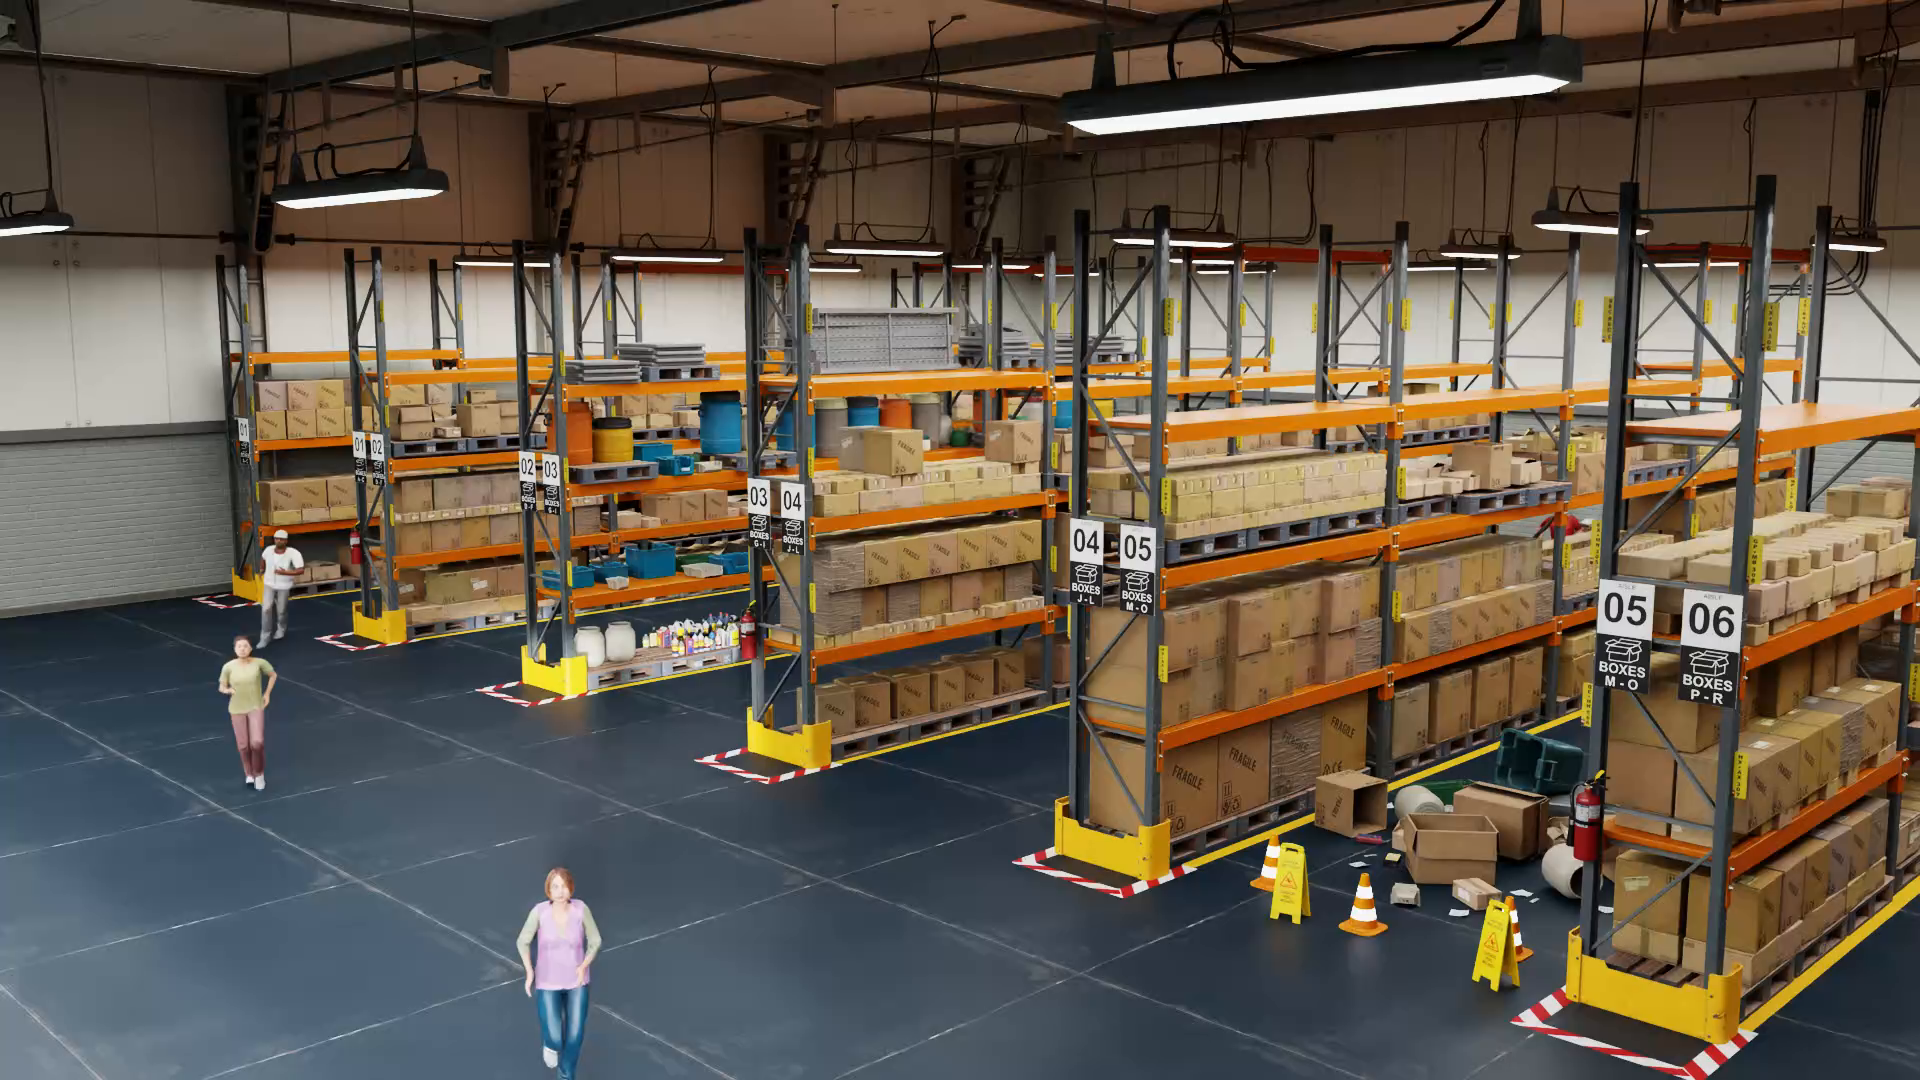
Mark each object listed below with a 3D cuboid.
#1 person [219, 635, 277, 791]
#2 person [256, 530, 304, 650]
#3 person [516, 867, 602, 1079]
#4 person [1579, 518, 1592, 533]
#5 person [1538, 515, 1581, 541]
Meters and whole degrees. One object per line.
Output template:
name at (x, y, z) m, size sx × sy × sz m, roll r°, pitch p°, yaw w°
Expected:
person at (-7.585, 1.848, 17.720) m, size 0.561 × 1.678 × 0.620 m, roll -2°, pitch 8°, yaw -17°
person at (-10.330, 0.720, 25.363) m, size 0.705 × 1.793 × 0.841 m, roll -1°, pitch 8°, yaw -6°
person at (-2.594, 2.887, 10.826) m, size 0.536 × 1.555 × 0.542 m, roll -3°, pitch 9°, yaw -18°
person at (9.938, 0.555, 26.341) m, size 0.860 × 1.818 × 0.680 m, roll -7°, pitch 11°, yaw -43°
person at (10.500, 0.210, 29.023) m, size 0.722 × 1.758 × 0.795 m, roll 1°, pitch 8°, yaw 5°
